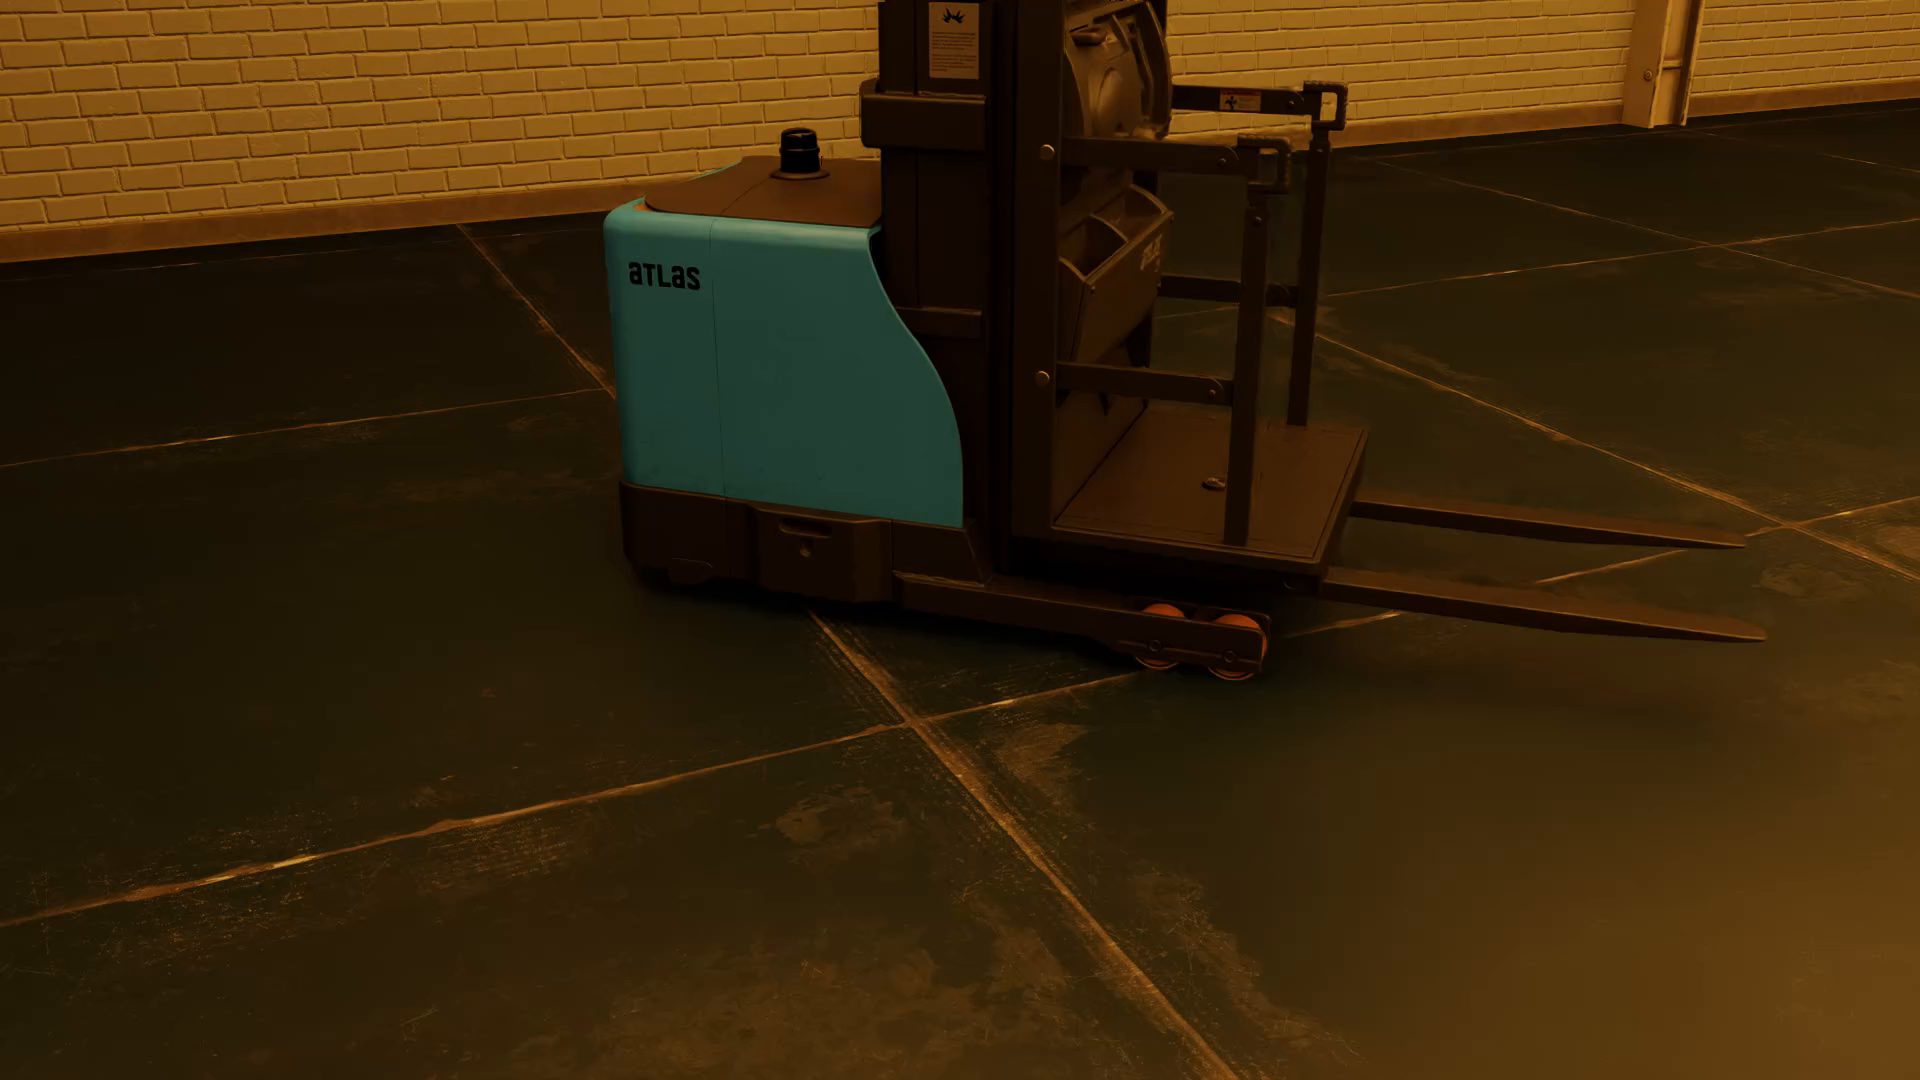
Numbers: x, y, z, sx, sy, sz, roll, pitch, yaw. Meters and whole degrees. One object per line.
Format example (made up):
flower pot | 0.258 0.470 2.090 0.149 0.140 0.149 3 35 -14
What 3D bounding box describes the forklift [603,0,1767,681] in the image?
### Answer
forklift | 0.601 -1.224 4.231 3.031 2.935 1.130 8 24 18
